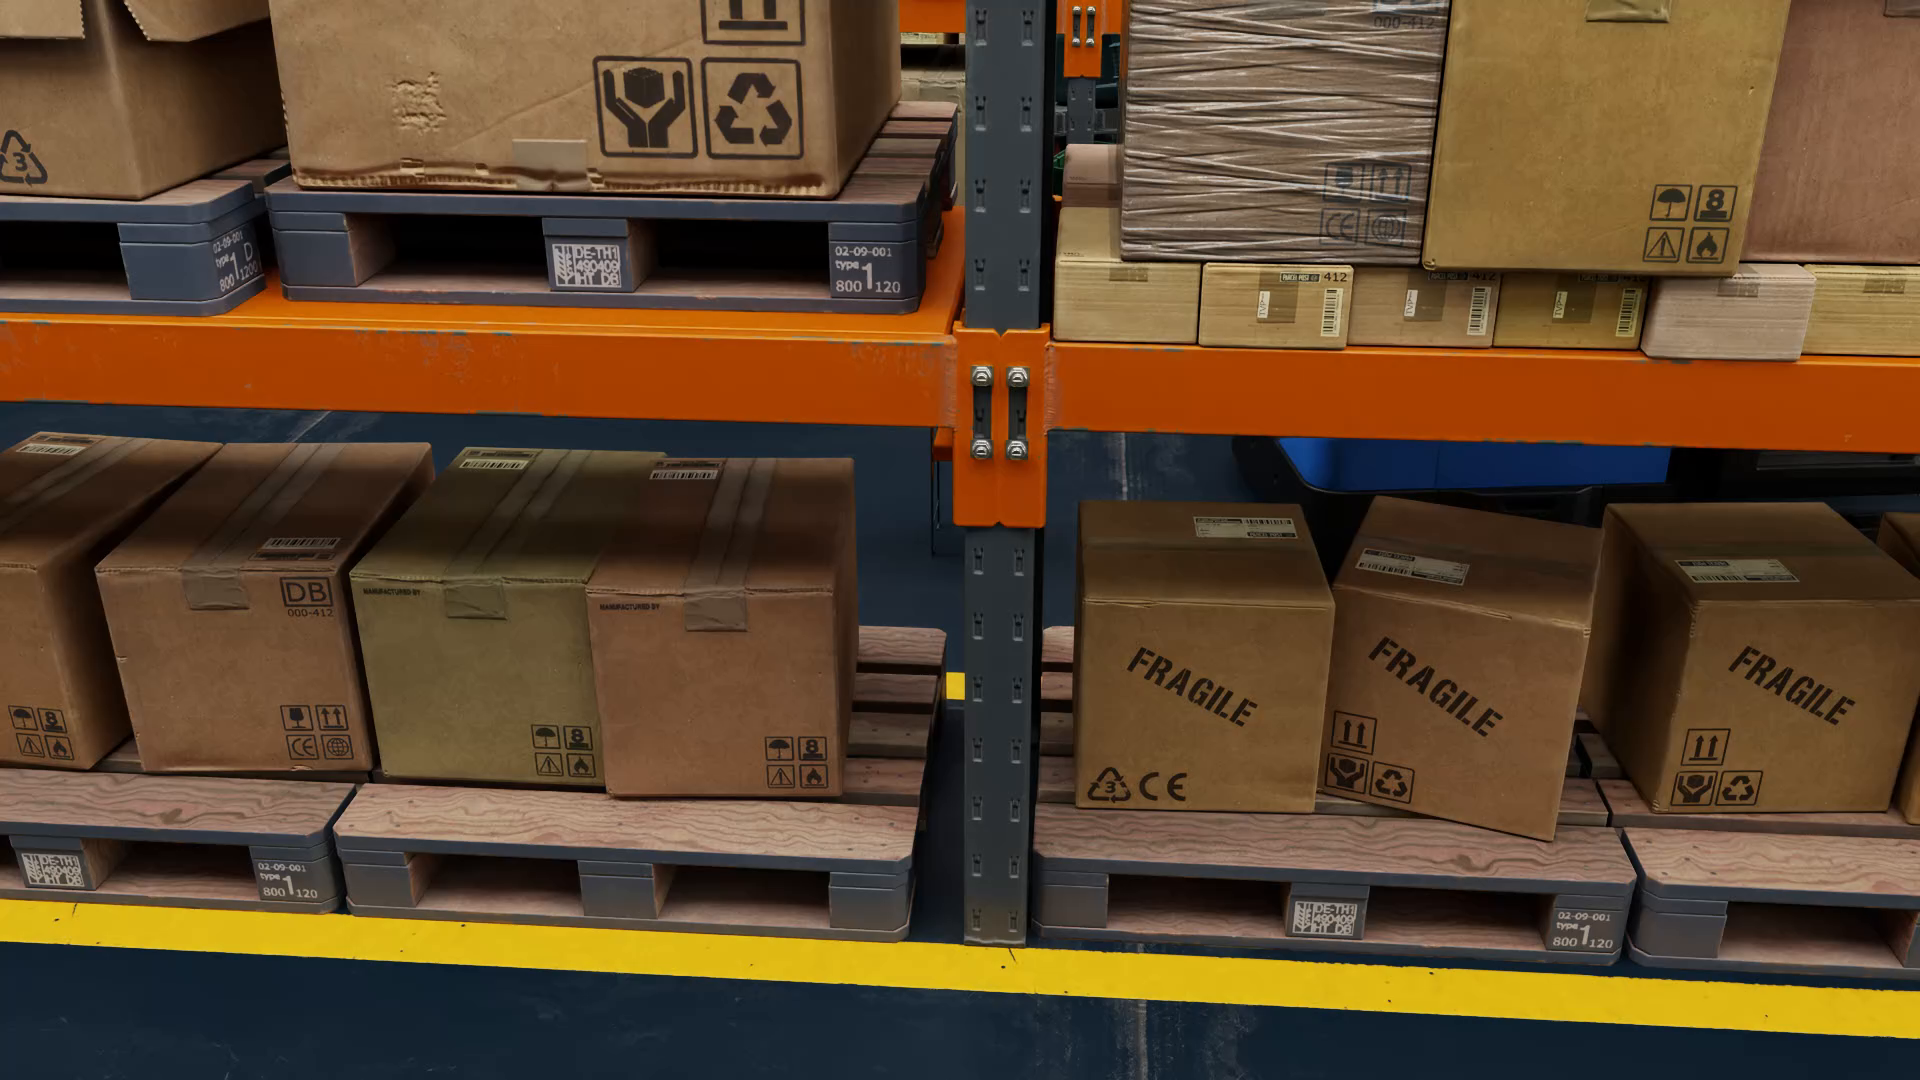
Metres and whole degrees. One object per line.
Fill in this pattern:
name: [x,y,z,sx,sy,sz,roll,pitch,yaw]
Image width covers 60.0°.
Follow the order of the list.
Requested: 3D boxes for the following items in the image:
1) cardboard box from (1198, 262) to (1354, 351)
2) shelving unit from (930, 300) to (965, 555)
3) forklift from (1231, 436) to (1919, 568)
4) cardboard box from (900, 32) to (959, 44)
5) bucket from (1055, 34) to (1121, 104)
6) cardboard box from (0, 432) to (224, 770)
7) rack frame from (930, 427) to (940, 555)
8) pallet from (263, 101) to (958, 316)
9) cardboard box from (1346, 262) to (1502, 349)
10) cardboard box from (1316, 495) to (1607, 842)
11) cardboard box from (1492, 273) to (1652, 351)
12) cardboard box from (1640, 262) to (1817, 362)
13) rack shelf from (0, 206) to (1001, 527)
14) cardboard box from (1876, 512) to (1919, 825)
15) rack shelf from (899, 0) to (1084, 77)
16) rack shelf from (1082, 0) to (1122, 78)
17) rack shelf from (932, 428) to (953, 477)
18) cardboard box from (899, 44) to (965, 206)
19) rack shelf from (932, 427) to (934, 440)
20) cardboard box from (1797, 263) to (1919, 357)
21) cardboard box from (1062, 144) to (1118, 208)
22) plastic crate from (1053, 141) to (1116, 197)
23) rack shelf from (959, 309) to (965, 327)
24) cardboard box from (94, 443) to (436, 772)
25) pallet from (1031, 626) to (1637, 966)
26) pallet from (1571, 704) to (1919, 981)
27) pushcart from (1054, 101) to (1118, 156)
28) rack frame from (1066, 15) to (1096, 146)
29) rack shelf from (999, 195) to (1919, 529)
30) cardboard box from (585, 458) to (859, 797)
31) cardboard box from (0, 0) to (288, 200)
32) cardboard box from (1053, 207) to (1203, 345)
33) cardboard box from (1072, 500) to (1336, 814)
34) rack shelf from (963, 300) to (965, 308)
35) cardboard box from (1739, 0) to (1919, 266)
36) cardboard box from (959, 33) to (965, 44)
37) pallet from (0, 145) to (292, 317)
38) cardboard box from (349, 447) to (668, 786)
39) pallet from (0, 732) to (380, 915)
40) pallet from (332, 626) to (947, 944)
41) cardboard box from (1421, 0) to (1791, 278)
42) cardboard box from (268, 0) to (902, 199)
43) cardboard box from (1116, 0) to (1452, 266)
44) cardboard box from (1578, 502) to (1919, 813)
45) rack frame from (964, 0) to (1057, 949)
cardboard box: [0.549,-0.472,2.987,0.250,0.149,0.380,2,25,4]
shelving unit: [0.014,-0.545,4.998,0.189,1.200,0.258,2,25,4]
forklift: [2.481,-1.444,4.881,3.031,2.935,1.130,-2,25,-4]
cardboard box: [-0.372,-3.896,12.770,0.625,0.372,0.950,3,25,7]
bucket: [0.902,-2.956,10.182,0.620,0.611,0.726,1,23,26]
cardboard box: [-2.090,0.117,3.871,0.500,0.500,0.700,4,25,8]
rack frame: [-0.077,-0.548,5.005,0.006,1.200,0.240,2,25,4]
pallet: [-0.642,-0.729,3.476,1.213,0.211,1.003,2,25,4]
cardboard box: [0.800,-0.475,2.995,0.250,0.149,0.380,2,25,4]
cardboard box: [1.077,0.258,3.589,0.500,0.500,0.500,10,27,21]
cardboard box: [1.050,-0.471,2.986,0.250,0.149,0.380,2,25,4]
cardboard box: [1.296,-0.446,2.932,0.250,0.149,0.380,2,25,4]
rack shelf: [-1.885,-0.469,3.541,4.000,0.370,1.077,2,25,4]
cardboard box: [2.255,0.282,3.538,0.500,0.500,0.500,4,25,9]
rack shelf: [-1.404,-2.533,8.026,4.000,0.370,1.077,2,25,4]
rack shelf: [2.584,-2.405,7.748,4.000,0.370,1.077,2,25,4]
rack shelf: [0.014,-0.286,5.117,0.180,0.103,0.258,2,25,4]
cardboard box: [-0.036,-1.947,8.081,0.750,0.750,1.050,2,25,4]
rack shelf: [0.014,-0.395,5.067,0.180,0.103,0.258,2,25,4]
cardboard box: [1.549,-0.455,2.952,0.250,0.149,0.380,2,25,4]
cardboard box: [0.346,-0.733,3.555,0.250,0.149,0.380,2,25,4]
plastic crate: [0.863,-2.085,9.487,0.662,0.188,0.450,16,39,31]
rack shelf: [0.014,-0.613,4.967,0.180,0.103,0.258,2,25,4]
cardboard box: [-1.533,0.135,3.833,0.500,0.500,0.700,0,25,-1]
pallet: [0.782,0.542,3.820,1.213,0.211,1.003,2,25,4]
pallet: [2.001,0.580,3.737,1.213,0.211,1.003,2,25,4]
pushcart: [0.743,-2.719,10.707,0.936,0.377,1.648,-7,26,-14]
rack frame: [0.590,-2.796,7.737,0.127,3.000,1.000,2,25,4]
rack shelf: [2.103,-0.341,3.263,4.000,0.370,1.077,2,25,4]
cardboard box: [-0.501,0.176,3.744,0.500,0.500,0.700,0,25,0]
cardboard box: [-1.626,-0.986,3.179,0.637,0.503,0.797,4,25,9]
cardboard box: [0.301,-0.485,3.016,0.250,0.149,0.380,2,25,4]
cardboard box: [0.505,0.243,3.622,0.500,0.500,0.500,1,25,2]
rack shelf: [0.014,-0.722,4.916,0.180,0.103,0.258,2,25,4]
cardboard box: [1.555,-0.867,3.071,0.500,0.500,0.875,2,25,4]
cardboard box: [0.345,-3.875,12.723,0.625,0.372,0.950,2,25,5]
pallet: [-1.902,-0.726,3.469,1.213,0.211,1.003,2,25,4]
cardboard box: [-0.975,0.152,3.794,0.500,0.500,0.700,2,25,4]
pallet: [-1.887,0.473,3.970,1.213,0.211,1.003,2,25,4]
pallet: [-0.667,0.511,3.887,1.213,0.211,1.003,2,25,4]
cardboard box: [1.049,-0.841,3.014,0.500,0.500,0.875,2,25,4]
cardboard box: [-0.672,-1.279,3.220,1.000,1.000,1.000,2,25,4]
cardboard box: [0.553,-0.872,3.081,0.500,0.500,0.875,2,25,4]
cardboard box: [1.702,0.245,3.617,0.500,0.500,0.500,0,25,-1]
rack frame: [0.109,-0.732,3.251,0.127,3.000,1.000,2,25,4]
